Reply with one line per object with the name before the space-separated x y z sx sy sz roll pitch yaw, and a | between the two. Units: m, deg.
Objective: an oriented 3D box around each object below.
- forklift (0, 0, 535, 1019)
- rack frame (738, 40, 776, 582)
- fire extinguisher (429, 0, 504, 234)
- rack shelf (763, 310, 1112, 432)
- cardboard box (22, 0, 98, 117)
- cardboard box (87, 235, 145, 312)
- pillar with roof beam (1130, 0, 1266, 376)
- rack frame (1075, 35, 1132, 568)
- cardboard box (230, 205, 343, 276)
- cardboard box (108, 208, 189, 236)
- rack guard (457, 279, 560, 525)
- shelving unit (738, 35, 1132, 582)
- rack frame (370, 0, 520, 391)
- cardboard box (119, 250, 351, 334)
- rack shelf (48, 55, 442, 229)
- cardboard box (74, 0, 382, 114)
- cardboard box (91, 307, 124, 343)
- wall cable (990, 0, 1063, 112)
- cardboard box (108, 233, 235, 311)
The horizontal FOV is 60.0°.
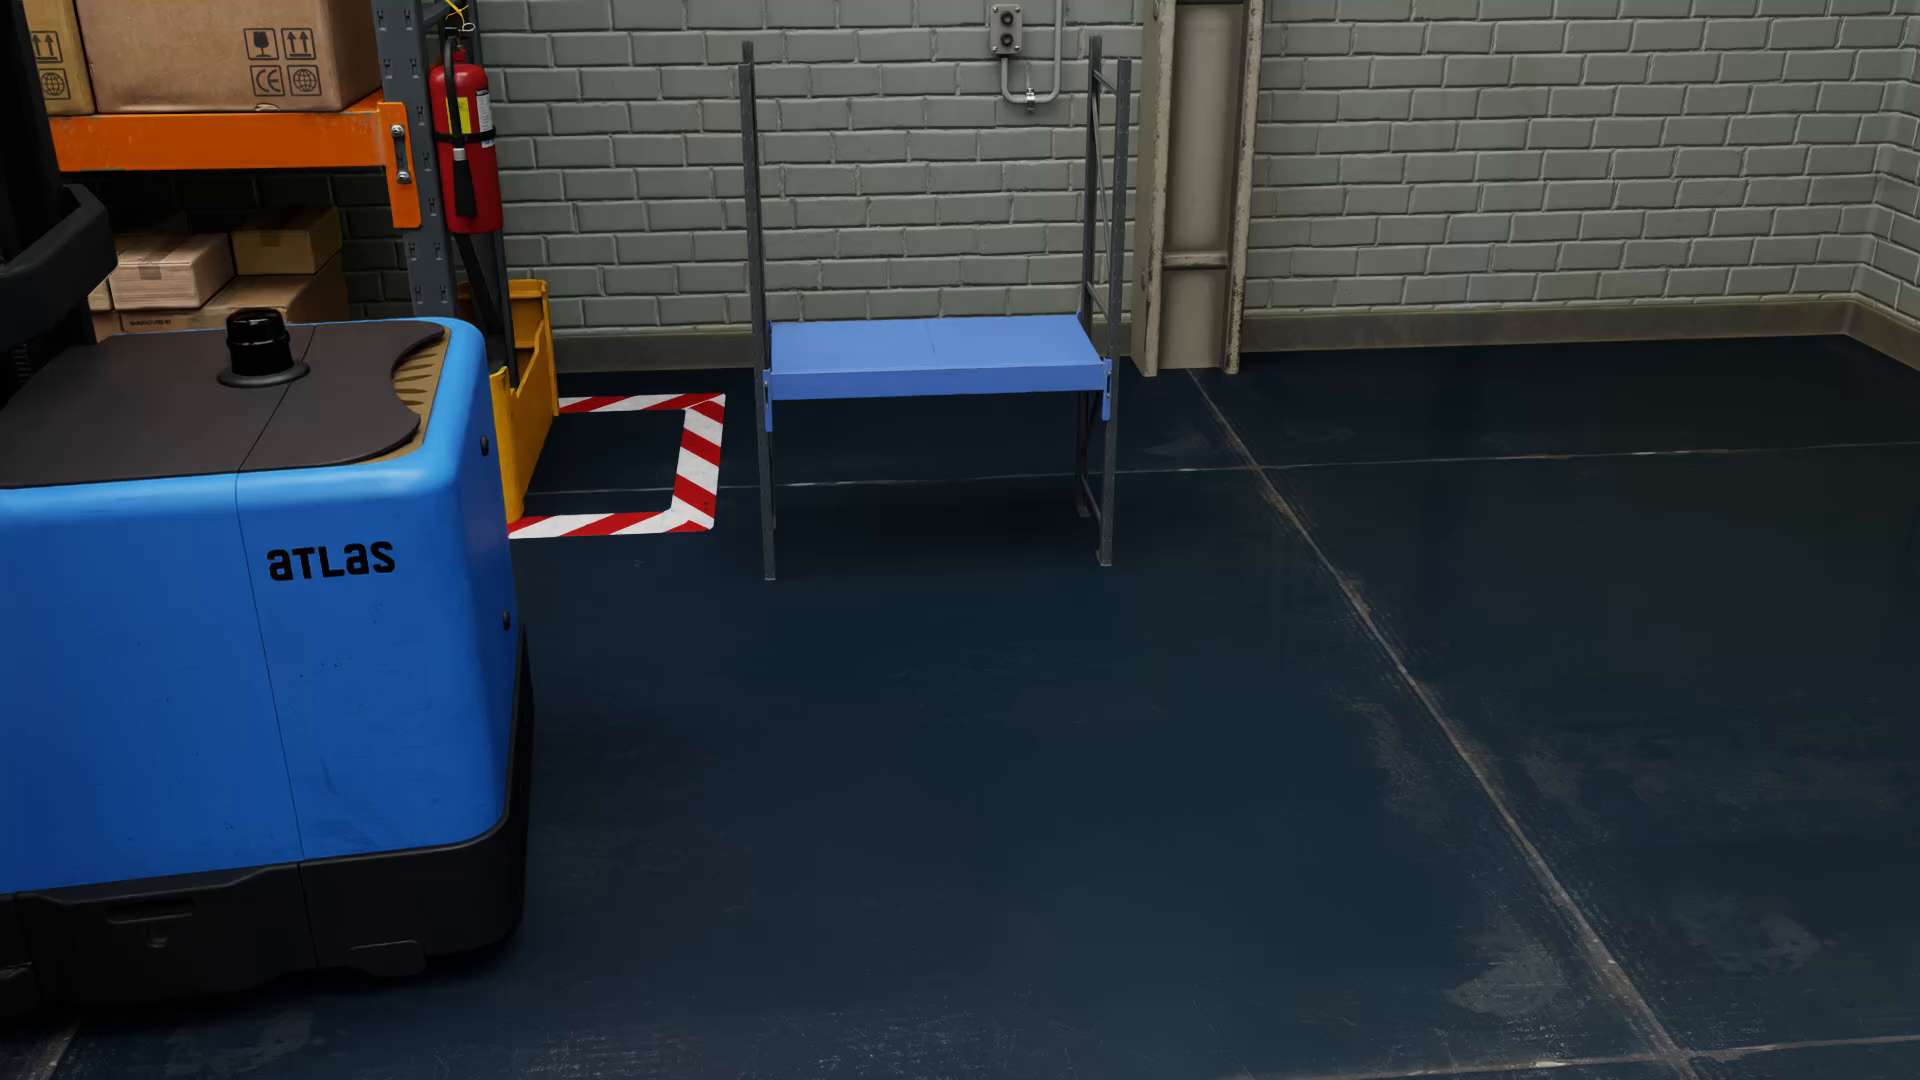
forklift | -2.456 -0.562 2.906 3.031 2.935 1.130 -5 24 -11
rack frame | -0.591 -0.662 4.892 0.032 1.500 0.500 -2 24 -5
fire extinguisher | -1.480 -1.260 4.947 0.183 0.674 0.296 -2 24 -5
rack shelf | -0.085 -0.518 5.011 1.000 0.185 0.538 -2 24 -5
cardboard box | -2.905 -1.726 5.071 0.700 0.700 0.980 -2 24 -6
cardboard box | -2.726 -0.835 5.198 0.250 0.149 0.380 -2 24 -4
pillar with roof beam | 1.350 -3.105 1.158 0.400 9.000 9.100 -2 24 -5
rack frame | 0.421 -0.702 4.983 0.032 1.500 0.500 -2 24 -5
cardboard box | -2.257 -1.010 5.592 0.250 0.149 0.380 -2 24 -5
cardboard box | -2.762 -0.990 5.545 0.250 0.149 0.380 -2 24 -5
rack guard | -1.652 -0.505 5.772 0.348 0.500 1.175 -2 24 -5
shelving unit | -0.085 -0.682 4.938 1.048 1.500 0.538 -2 24 -5
rack frame | -1.675 -1.647 5.262 0.127 3.000 1.000 -2 24 -5
cardboard box | -2.362 -0.628 5.530 0.500 0.500 0.700 -2 24 -5
rack shelf | -3.666 -1.238 5.228 4.000 0.370 1.077 -2 24 -5
cardboard box | -2.182 -1.759 5.146 0.700 0.700 0.980 -1 24 -3
cardboard box | -2.860 -0.608 5.485 0.500 0.500 0.700 -2 24 -5
wall cable | -0.494 -2.544 6.031 1.851 1.984 0.084 -2 24 -5
cardboard box | -2.472 -0.846 5.221 0.250 0.149 0.380 -3 24 -6
